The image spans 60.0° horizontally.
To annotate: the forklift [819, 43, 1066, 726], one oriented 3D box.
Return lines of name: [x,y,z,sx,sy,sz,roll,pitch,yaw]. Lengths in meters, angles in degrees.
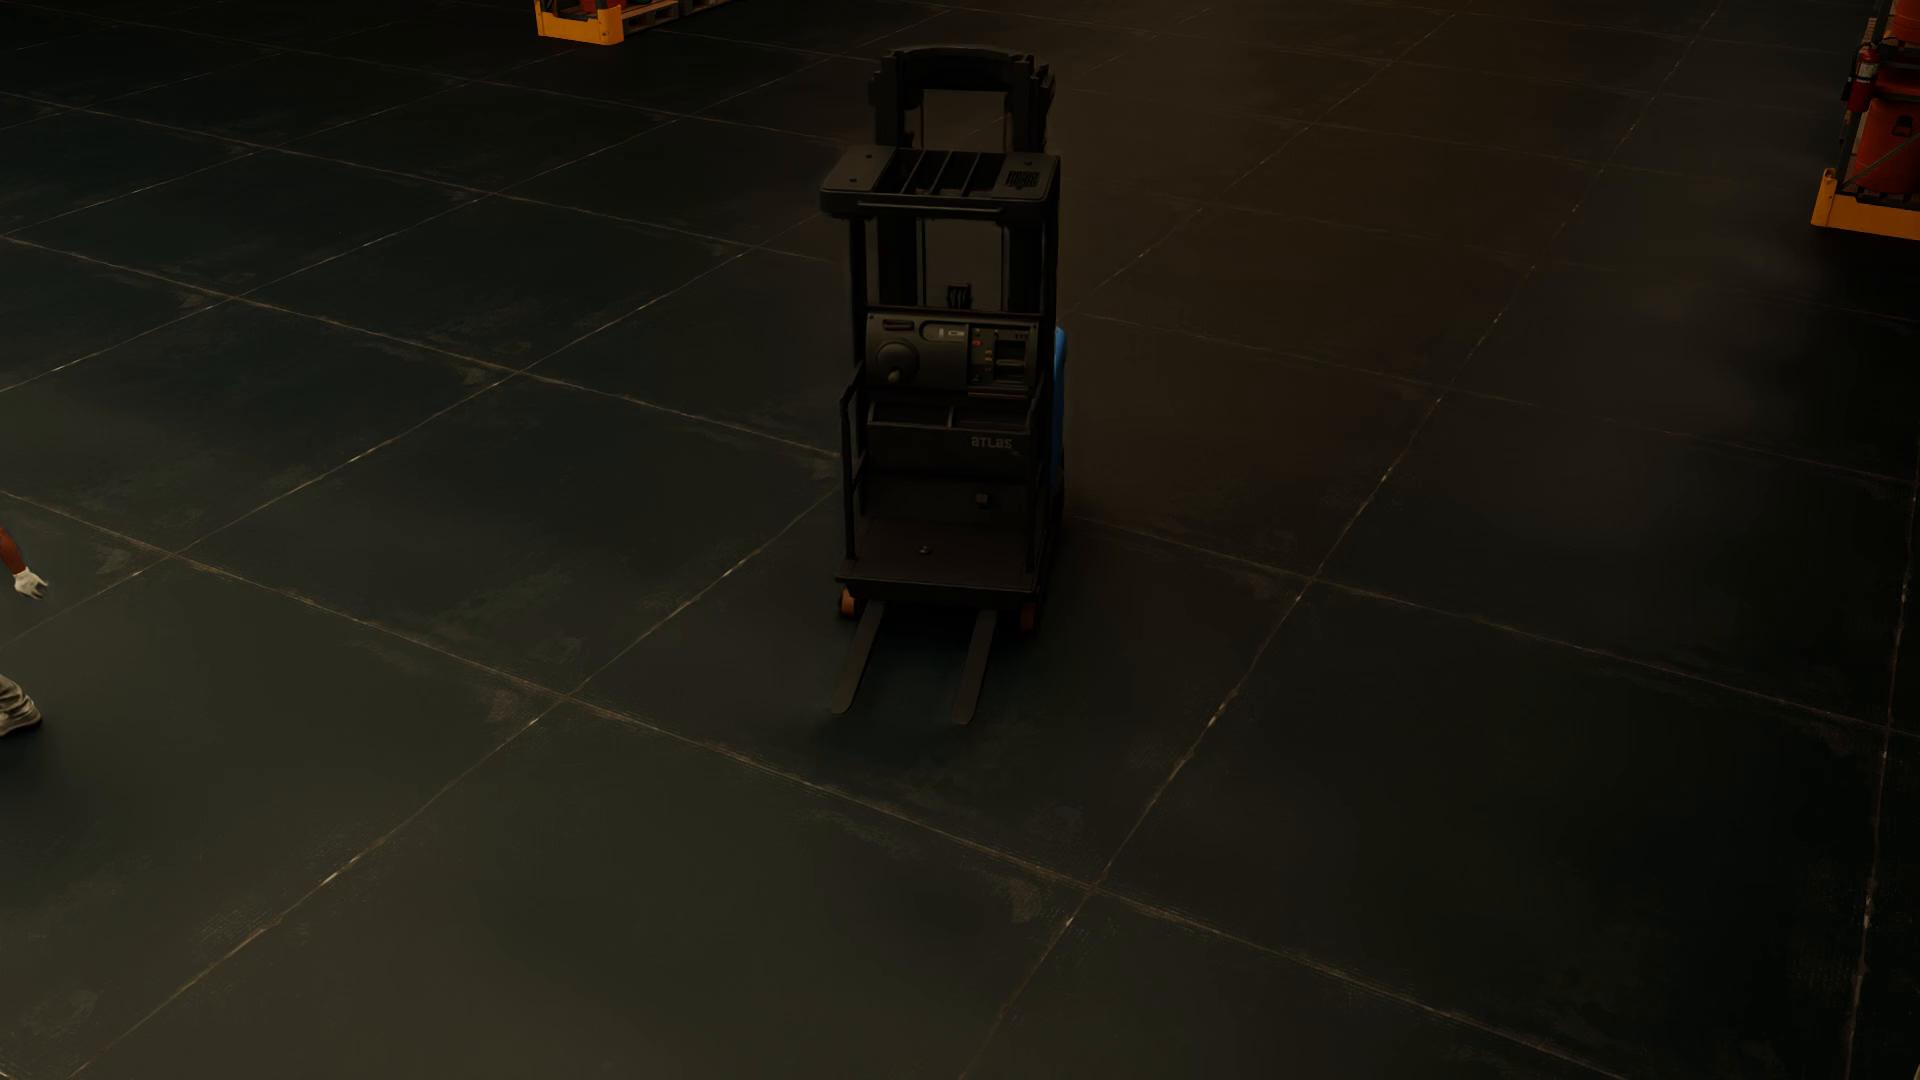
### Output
forklift: [-0.073,-0.958,8.730,1.130,2.935,3.031,4,30,7]

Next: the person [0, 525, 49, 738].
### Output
person: [-4.809,0.281,7.857,0.844,1.776,0.629,-22,36,-33]
